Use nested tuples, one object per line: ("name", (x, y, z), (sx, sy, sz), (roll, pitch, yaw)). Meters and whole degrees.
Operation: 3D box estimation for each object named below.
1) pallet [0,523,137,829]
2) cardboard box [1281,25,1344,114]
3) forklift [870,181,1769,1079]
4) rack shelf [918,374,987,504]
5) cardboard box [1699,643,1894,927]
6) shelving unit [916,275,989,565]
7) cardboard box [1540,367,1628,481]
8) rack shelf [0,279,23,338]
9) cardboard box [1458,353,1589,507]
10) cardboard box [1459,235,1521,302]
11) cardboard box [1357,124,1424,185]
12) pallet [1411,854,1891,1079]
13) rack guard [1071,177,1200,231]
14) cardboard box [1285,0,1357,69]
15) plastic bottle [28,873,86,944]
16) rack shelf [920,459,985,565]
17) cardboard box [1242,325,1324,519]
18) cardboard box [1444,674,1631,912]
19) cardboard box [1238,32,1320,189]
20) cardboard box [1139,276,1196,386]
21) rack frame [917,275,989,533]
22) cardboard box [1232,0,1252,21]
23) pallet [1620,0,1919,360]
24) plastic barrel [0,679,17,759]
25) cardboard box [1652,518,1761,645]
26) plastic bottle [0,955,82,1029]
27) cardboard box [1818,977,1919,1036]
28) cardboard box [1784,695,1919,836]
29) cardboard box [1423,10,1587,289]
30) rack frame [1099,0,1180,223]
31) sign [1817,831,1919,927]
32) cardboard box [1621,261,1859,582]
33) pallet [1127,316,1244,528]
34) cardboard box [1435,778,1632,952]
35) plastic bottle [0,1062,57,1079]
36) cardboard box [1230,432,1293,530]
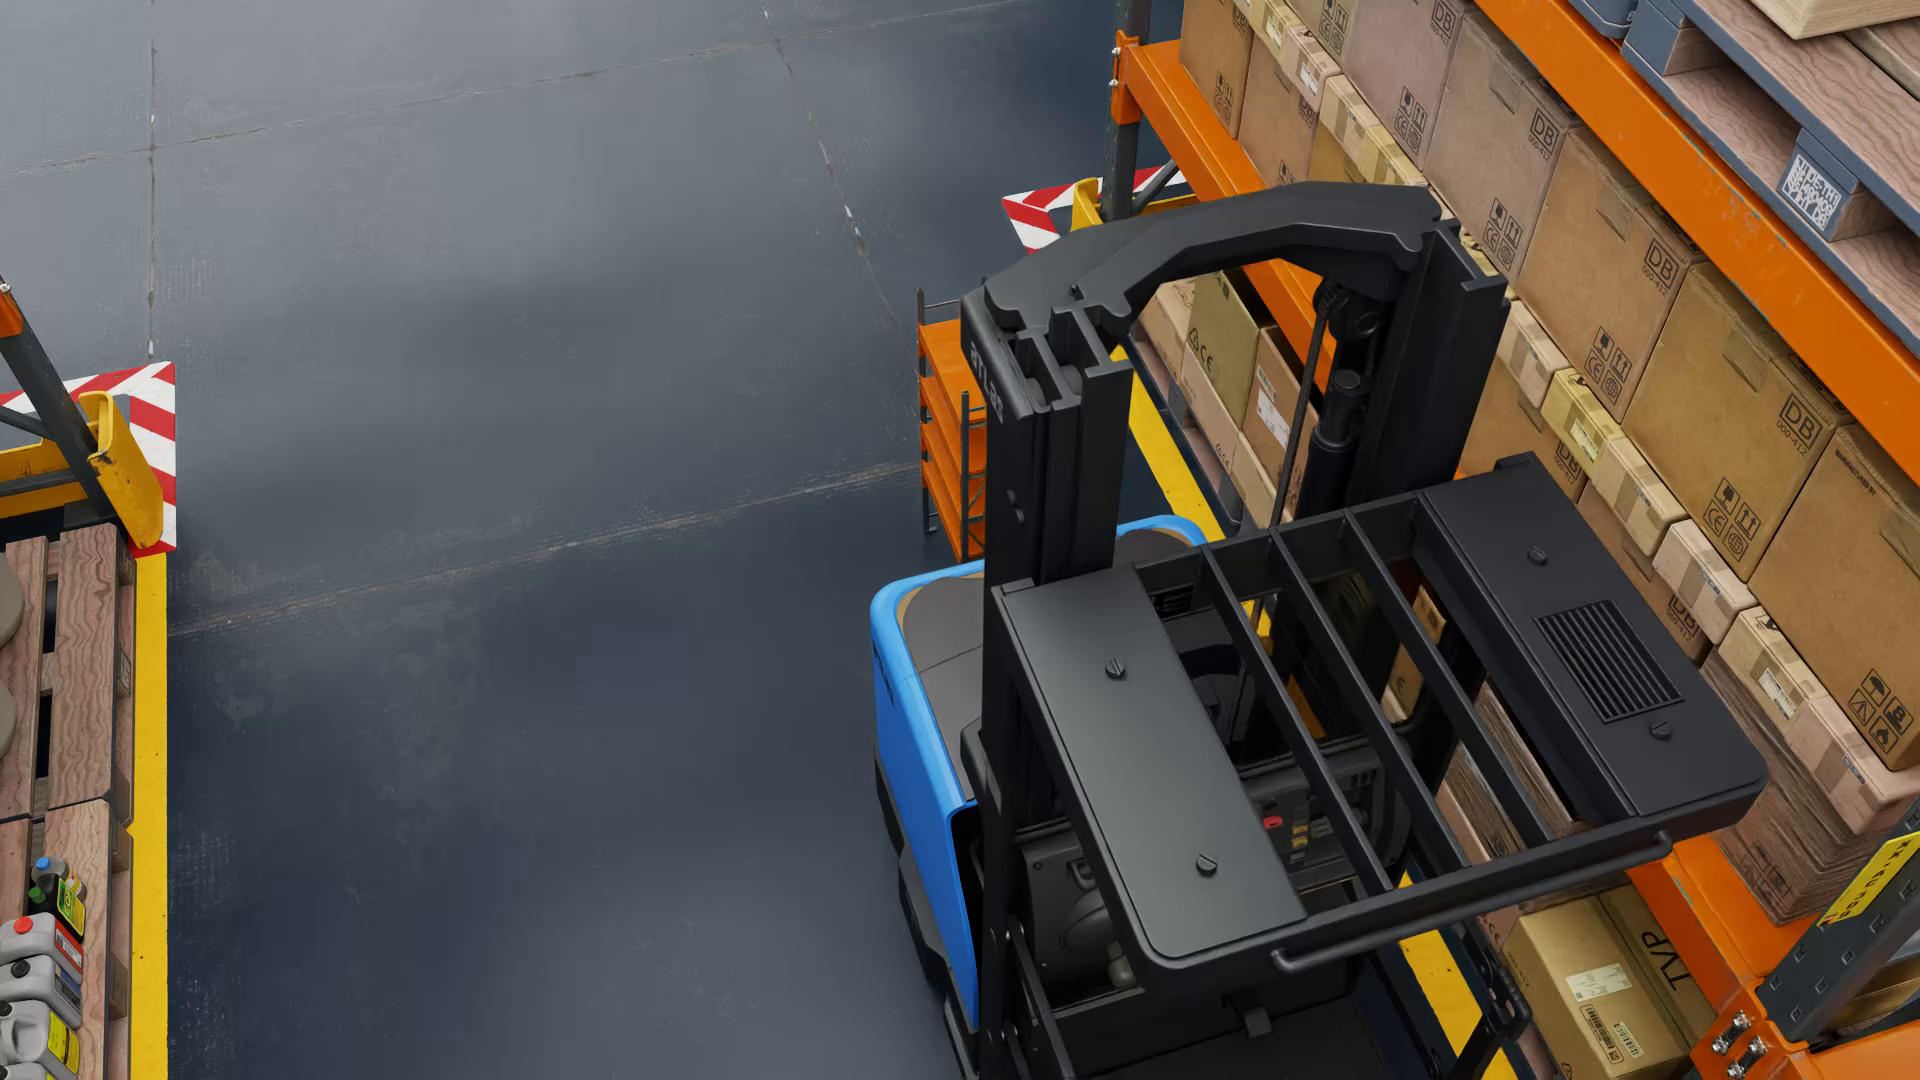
("pallet", (-3.363, 0.550, 5.648), (1.003, 0.211, 1.213), (-13, 51, -11))
("cardboard box", (1.203, -1.452, 5.022), (0.380, 0.149, 0.250), (-14, 51, -12))
("forklift", (0.662, 0.842, 3.623), (1.130, 2.935, 3.031), (-14, 51, -11))
("rack shelf", (0.049, -0.367, 5.570), (0.258, 0.148, 0.480), (-13, 51, -11))
("cardboard box", (2.113, 0.462, 3.834), (0.700, 0.500, 0.500), (-15, 51, -12))
("shelving unit", (0.049, -0.266, 5.689), (0.258, 1.200, 0.503), (-13, 51, -11))
("cardboard box", (1.666, -0.319, 4.067), (0.380, 0.149, 0.250), (-14, 51, -11))
("rack shelf", (-3.074, 0.705, 4.164), (1.077, 0.370, 4.000), (-13, 51, -11))
("cardboard box", (1.806, -0.290, 4.467), (0.700, 0.500, 0.500), (-13, 51, -10))
("cardboard box", (1.509, -0.696, 4.385), (0.380, 0.149, 0.250), (-12, 51, -10))
("cardboard box", (1.360, -1.071, 4.701), (0.380, 0.149, 0.250), (-14, 51, -11))
("pallet", (2.055, 1.125, 5.164), (1.003, 0.211, 1.213), (-13, 51, -11))
("rack guard", (1.060, -1.317, 7.033), (1.175, 0.500, 0.348), (-13, 51, -11))
("cardboard box", (1.369, -1.790, 4.883), (0.700, 0.500, 0.500), (-15, 51, -12))
("plastic bottle", (-2.652, 1.069, 4.875), (0.061, 0.283, 0.133), (-12, 51, -10))
("rack shelf", (0.049, -0.094, 5.893), (0.258, 0.148, 0.480), (-13, 51, -11))
("cardboard box", (1.323, -0.427, 5.681), (0.500, 0.500, 0.500), (-13, 51, -11))
("cardboard box", (1.767, 0.669, 4.758), (0.500, 0.500, 0.500), (-13, 51, -11))
("cardboard box", (1.353, -1.411, 5.412), (0.700, 0.500, 0.500), (-12, 51, -10))
("cardboard box", (1.013, -0.912, 6.581), (0.500, 0.250, 0.500), (-13, 51, -11))
("rack frame", (-0.023, -0.444, 5.840), (0.240, 1.200, 0.015), (-13, 51, -11))
("cardboard box", (1.058, -1.819, 5.332), (0.380, 0.149, 0.250), (-15, 51, -12))
("pallet", (1.973, -0.739, 3.007), (1.003, 0.211, 1.213), (-13, 51, -11))
("plastic barrel", (-3.250, 0.508, 5.212), (0.421, 0.512, 0.421), (0, 50, 0))
("cardboard box", (1.814, 0.053, 3.754), (0.380, 0.149, 0.250), (-15, 51, -12))
("plastic bottle", (-2.615, 1.282, 4.701), (0.152, 0.276, 0.135), (-15, 51, -12))
("cardboard box", (2.402, 1.160, 4.834), (0.500, 0.250, 0.500), (-13, 51, -11))
("cardboard box", (1.965, 0.425, 3.440), (0.380, 0.149, 0.250), (-13, 51, -11))
("cardboard box", (1.667, -1.056, 4.265), (0.700, 0.500, 0.500), (-13, 51, -11))
("rack frame", (1.067, -2.105, 6.063), (1.000, 3.000, 0.127), (-13, 51, -11))
("sign", (1.720, 0.638, 3.132), (0.100, 0.325, 0.005), (-13, 51, -11))
("cardboard box", (1.962, -0.325, 3.649), (0.700, 0.500, 0.500), (-13, 51, -11))
("pallet", (1.333, -0.657, 6.666), (1.003, 0.211, 1.213), (-13, 51, -11))
("cardboard box", (1.766, 0.911, 5.044), (0.500, 0.250, 0.500), (-13, 51, -11))
("plastic bottle", (-2.507, 1.514, 4.457), (0.144, 0.351, 0.185), (-14, 51, -11))
("cardboard box", (1.312, -0.183, 5.966), (0.500, 0.250, 0.500), (-13, 51, -11))
